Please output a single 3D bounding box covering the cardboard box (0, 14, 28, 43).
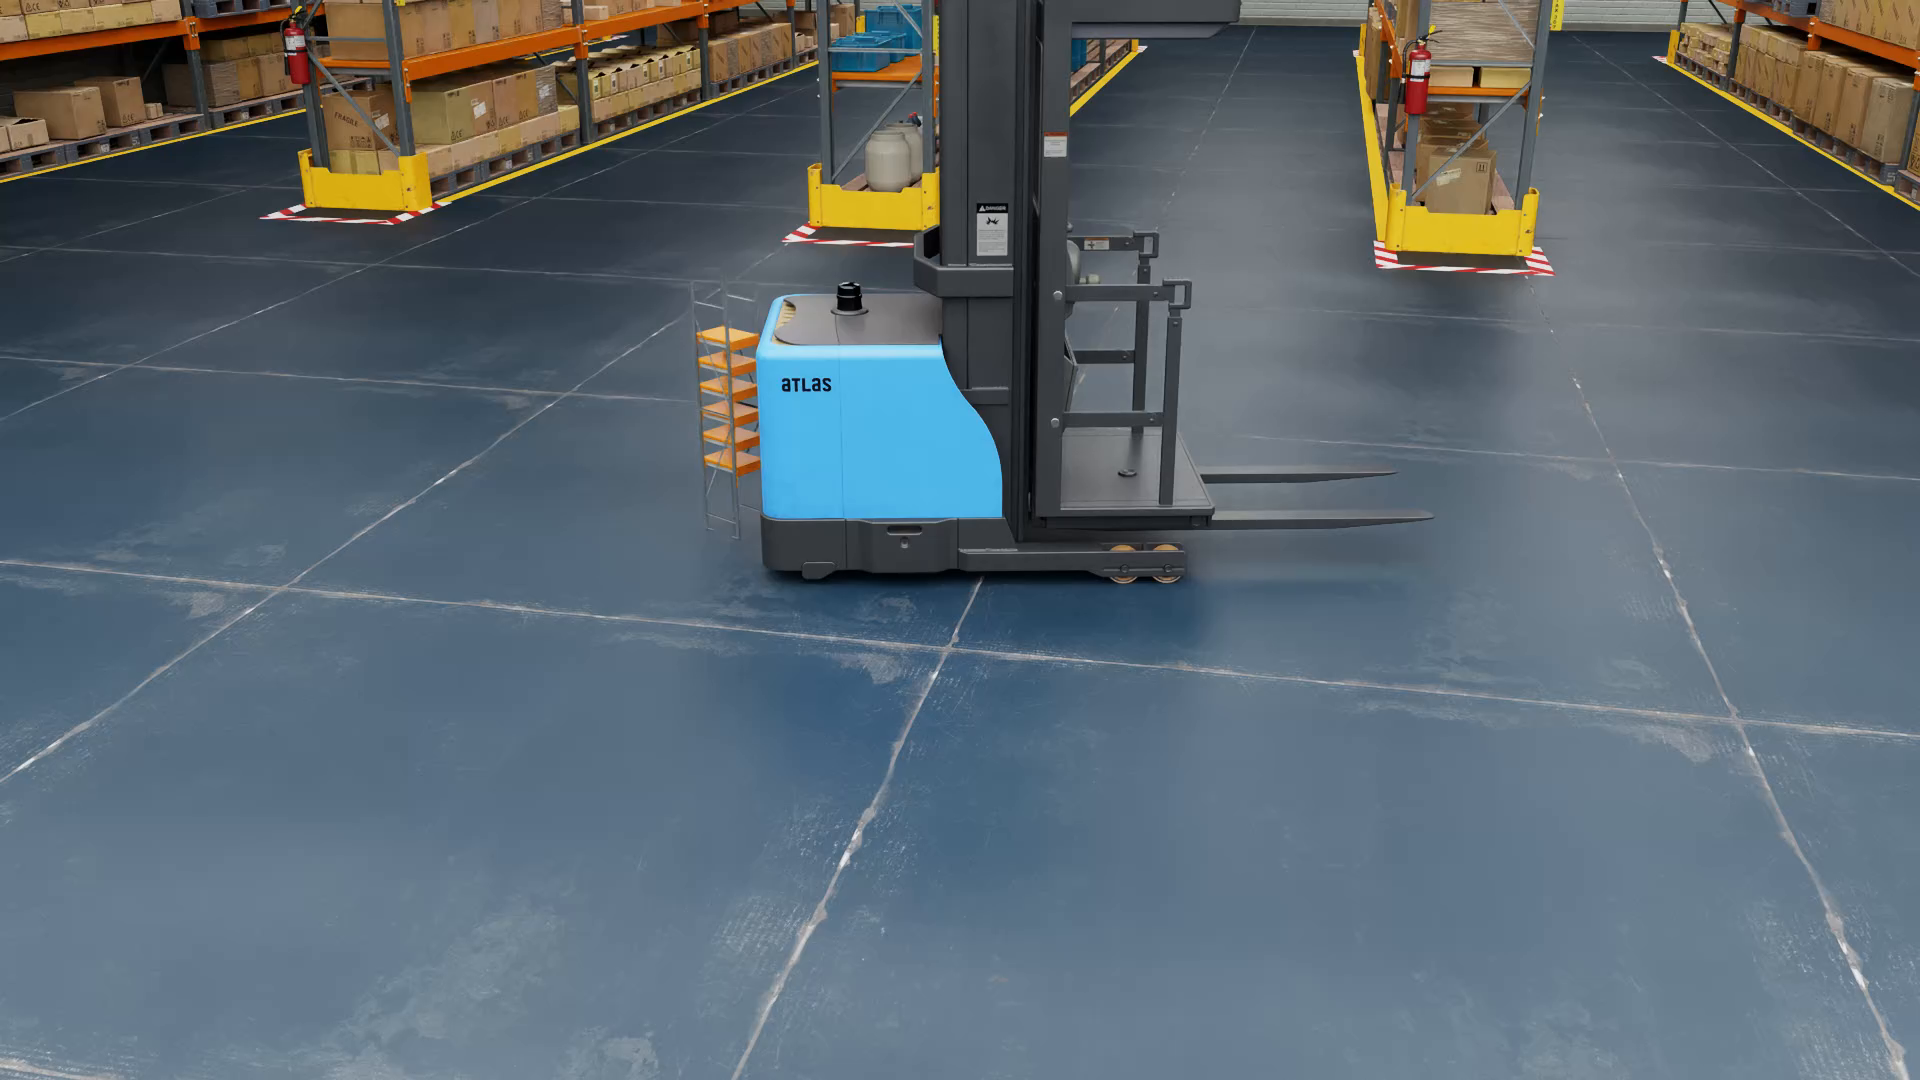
[{"bbox_3d":[-9.912,-5.211,16.952,0.500,0.250,0.500,4,22,9],"label":"cardboard box"}]

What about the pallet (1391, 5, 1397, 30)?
[{"bbox_3d":[5.402,-5.903,18.753,1.003,0.211,1.213,4,22,11],"label":"pallet"}]

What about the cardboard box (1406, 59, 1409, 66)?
[{"bbox_3d":[4.193,-4.353,14.984,0.380,0.149,0.250,4,22,11],"label":"cardboard box"}]

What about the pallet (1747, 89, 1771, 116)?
[{"bbox_3d":[11.013,-5.741,21.826,1.003,0.211,1.213,4,22,11],"label":"pallet"}]

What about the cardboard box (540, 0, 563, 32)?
[{"bbox_3d":[-4.832,-5.896,18.345,0.700,0.500,0.500,4,22,10],"label":"cardboard box"}]

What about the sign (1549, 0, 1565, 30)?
[{"bbox_3d":[4.664,-4.154,12.993,0.100,0.325,0.005,4,22,11],"label":"sign"}]

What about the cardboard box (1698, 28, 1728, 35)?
[{"bbox_3d":[11.643,-7.822,25.719,0.380,0.149,0.250,5,23,13],"label":"cardboard box"}]

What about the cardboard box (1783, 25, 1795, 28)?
[{"bbox_3d":[11.512,-6.859,22.648,0.500,0.250,0.500,4,22,9],"label":"cardboard box"}]

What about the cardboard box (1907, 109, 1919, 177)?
[{"bbox_3d":[9.588,-3.826,15.620,0.875,0.875,0.875,5,22,12],"label":"cardboard box"}]

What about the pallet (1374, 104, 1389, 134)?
[{"bbox_3d":[5.605,-5.140,20.334,1.003,0.211,1.213,4,22,11],"label":"pallet"}]

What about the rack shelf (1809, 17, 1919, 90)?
[{"bbox_3d":[10.193,-5.239,17.810,1.077,0.370,4.000,4,22,11],"label":"rack shelf"}]

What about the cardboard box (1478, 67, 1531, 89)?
[{"bbox_3d":[4.425,-3.763,13.518,0.380,0.149,0.250,4,22,11],"label":"cardboard box"}]

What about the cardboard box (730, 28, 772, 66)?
[{"bbox_3d":[-3.147,-7.417,25.013,0.500,0.500,0.500,5,22,12],"label":"cardboard box"}]

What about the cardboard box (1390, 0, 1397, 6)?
[{"bbox_3d":[5.198,-6.249,18.993,0.500,0.250,0.500,4,22,9],"label":"cardboard box"}]

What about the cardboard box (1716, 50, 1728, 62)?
[{"bbox_3d":[11.213,-7.017,24.117,0.380,0.149,0.250,3,22,8],"label":"cardboard box"}]

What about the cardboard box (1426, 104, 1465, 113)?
[{"bbox_3d":[4.829,-4.148,16.923,0.500,0.500,0.500,4,22,9],"label":"cardboard box"}]

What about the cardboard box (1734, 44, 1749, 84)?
[{"bbox_3d":[11.006,-6.552,22.892,0.500,0.500,0.500,5,23,13],"label":"cardboard box"}]

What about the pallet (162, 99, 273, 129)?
[{"bbox_3d":[-9.441,-5.381,20.931,1.003,0.211,1.213,4,22,11],"label":"pallet"}]

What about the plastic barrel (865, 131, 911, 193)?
[{"bbox_3d":[-0.656,-3.458,15.193,0.421,0.512,0.421,0,22,0],"label":"plastic barrel"}]

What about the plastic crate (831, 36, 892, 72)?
[{"bbox_3d":[-0.906,-4.308,14.734,0.499,0.251,0.616,4,22,11],"label":"plastic crate"}]

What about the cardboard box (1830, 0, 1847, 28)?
[{"bbox_3d":[10.144,-6.021,18.654,0.500,0.500,0.500,4,22,10],"label":"cardboard box"}]

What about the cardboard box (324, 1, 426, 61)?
[{"bbox_3d":[-5.456,-4.766,15.539,0.700,0.500,0.500,4,22,11],"label":"cardboard box"}]

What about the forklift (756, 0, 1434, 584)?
[{"bbox_3d":[0.623,-1.366,7.321,3.031,2.935,1.130,-1,22,-1],"label":"forklift"}]

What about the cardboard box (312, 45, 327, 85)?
[{"bbox_3d":[-9.097,-6.450,22.610,0.700,0.500,0.500,4,22,11],"label":"cardboard box"}]

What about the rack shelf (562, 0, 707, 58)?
[{"bbox_3d":[-4.340,-6.411,20.719,1.077,0.370,4.000,4,22,11],"label":"rack shelf"}]

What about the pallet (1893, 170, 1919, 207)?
[{"bbox_3d":[9.553,-3.276,15.704,1.003,0.211,1.213,4,22,11],"label":"pallet"}]

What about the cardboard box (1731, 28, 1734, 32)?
[{"bbox_3d":[12.222,-7.884,25.871,0.380,0.149,0.250,4,22,9],"label":"cardboard box"}]

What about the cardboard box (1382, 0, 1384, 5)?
[{"bbox_3d":[5.731,-7.147,21.450,0.500,0.500,0.500,4,22,10],"label":"cardboard box"}]

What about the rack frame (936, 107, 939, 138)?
[{"bbox_3d":[0.101,-5.634,17.827,1.000,3.000,0.127,4,22,11],"label":"rack frame"}]

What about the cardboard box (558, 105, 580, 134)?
[{"bbox_3d":[-4.628,-4.746,18.741,0.500,0.250,0.500,4,22,11],"label":"cardboard box"}]

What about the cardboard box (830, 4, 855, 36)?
[{"bbox_3d":[-2.169,-9.228,29.510,0.500,0.500,0.500,4,22,11],"label":"cardboard box"}]

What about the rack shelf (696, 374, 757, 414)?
[{"bbox_3d":[-1.073,-0.681,7.735,0.258,0.103,0.180,17,28,36],"label":"rack shelf"}]

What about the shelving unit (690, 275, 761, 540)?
[{"bbox_3d":[-1.073,-0.610,7.763,0.258,1.200,0.189,17,28,36],"label":"shelving unit"}]

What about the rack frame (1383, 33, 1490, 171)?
[{"bbox_3d":[4.949,-5.256,16.890,1.000,3.000,0.127,4,22,11],"label":"rack frame"}]

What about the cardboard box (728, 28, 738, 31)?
[{"bbox_3d":[-3.660,-7.447,25.086,0.500,0.500,0.500,5,22,12],"label":"cardboard box"}]

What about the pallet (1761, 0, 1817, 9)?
[{"bbox_3d":[10.964,-6.942,21.333,1.003,0.211,1.213,4,22,11],"label":"pallet"}]

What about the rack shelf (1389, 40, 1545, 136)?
[{"bbox_3d":[4.541,-4.191,15.208,1.077,0.370,4.000,4,22,11],"label":"rack shelf"}]

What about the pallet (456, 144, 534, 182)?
[{"bbox_3d":[-5.198,-3.984,17.464,1.003,0.211,1.213,4,22,11],"label":"pallet"}]

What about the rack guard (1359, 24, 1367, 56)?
[{"bbox_3d":[7.403,-8.494,28.276,1.175,0.500,0.348,4,22,11],"label":"rack guard"}]

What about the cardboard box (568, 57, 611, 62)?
[{"bbox_3d":[-4.635,-5.919,20.903,0.500,0.311,0.500,4,22,10],"label":"cardboard box"}]

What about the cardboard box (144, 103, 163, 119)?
[{"bbox_3d":[-9.678,-5.081,19.658,0.380,0.166,0.250,2,22,4],"label":"cardboard box"}]

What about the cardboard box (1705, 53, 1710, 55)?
[{"bbox_3d":[11.493,-7.278,25.163,0.380,0.149,0.250,5,22,12],"label":"cardboard box"}]

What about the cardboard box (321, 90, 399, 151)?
[{"bbox_3d":[-5.746,-4.036,15.974,0.500,0.500,0.500,4,22,11],"label":"cardboard box"}]

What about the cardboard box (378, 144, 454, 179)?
[{"bbox_3d":[-5.237,-3.649,16.016,0.500,0.250,0.500,4,22,11],"label":"cardboard box"}]

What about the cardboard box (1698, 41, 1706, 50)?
[{"bbox_3d":[11.681,-7.686,25.779,0.380,0.149,0.250,3,22,8],"label":"cardboard box"}]

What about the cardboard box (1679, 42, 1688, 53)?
[{"bbox_3d":[11.813,-7.935,26.795,0.380,0.149,0.250,5,22,12],"label":"cardboard box"}]

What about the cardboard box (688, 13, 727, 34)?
[{"bbox_3d":[-3.758,-7.624,24.521,0.500,0.250,0.500,4,22,10],"label":"cardboard box"}]

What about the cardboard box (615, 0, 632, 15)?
[{"bbox_3d":[-4.365,-6.715,20.377,0.500,0.500,0.500,4,22,11],"label":"cardboard box"}]

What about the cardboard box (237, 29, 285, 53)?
[{"bbox_3d":[-9.155,-6.585,21.942,0.500,0.250,0.500,4,22,11],"label":"cardboard box"}]

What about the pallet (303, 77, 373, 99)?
[{"bbox_3d":[-8.943,-6.273,23.146,1.003,0.211,1.213,4,22,11],"label":"pallet"}]

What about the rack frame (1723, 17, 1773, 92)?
[{"bbox_3d":[11.417,-7.767,23.124,1.000,3.000,0.127,4,22,11],"label":"rack frame"}]

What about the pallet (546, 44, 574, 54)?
[{"bbox_3d":[-7.487,-8.741,29.275,1.003,0.211,1.213,4,22,11],"label":"pallet"}]

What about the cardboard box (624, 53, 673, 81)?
[{"bbox_3d":[-4.003,-6.070,21.278,0.500,0.311,0.500,4,22,11],"label":"cardboard box"}]

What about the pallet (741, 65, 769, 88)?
[{"bbox_3d":[-3.491,-6.897,24.697,1.003,0.211,1.213,4,22,11],"label":"pallet"}]

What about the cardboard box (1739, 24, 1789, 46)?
[{"bbox_3d":[11.007,-6.900,22.751,0.500,0.250,0.500,3,22,9],"label":"cardboard box"}]

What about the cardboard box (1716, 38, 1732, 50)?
[{"bbox_3d":[11.292,-7.253,24.306,0.380,0.149,0.250,4,22,10],"label":"cardboard box"}]

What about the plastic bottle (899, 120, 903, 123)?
[{"bbox_3d":[-0.596,-4.121,17.028,0.144,0.351,0.185,4,22,10],"label":"plastic bottle"}]

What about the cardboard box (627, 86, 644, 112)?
[{"bbox_3d":[-4.214,-5.437,20.458,0.500,0.250,0.500,4,22,9],"label":"cardboard box"}]
